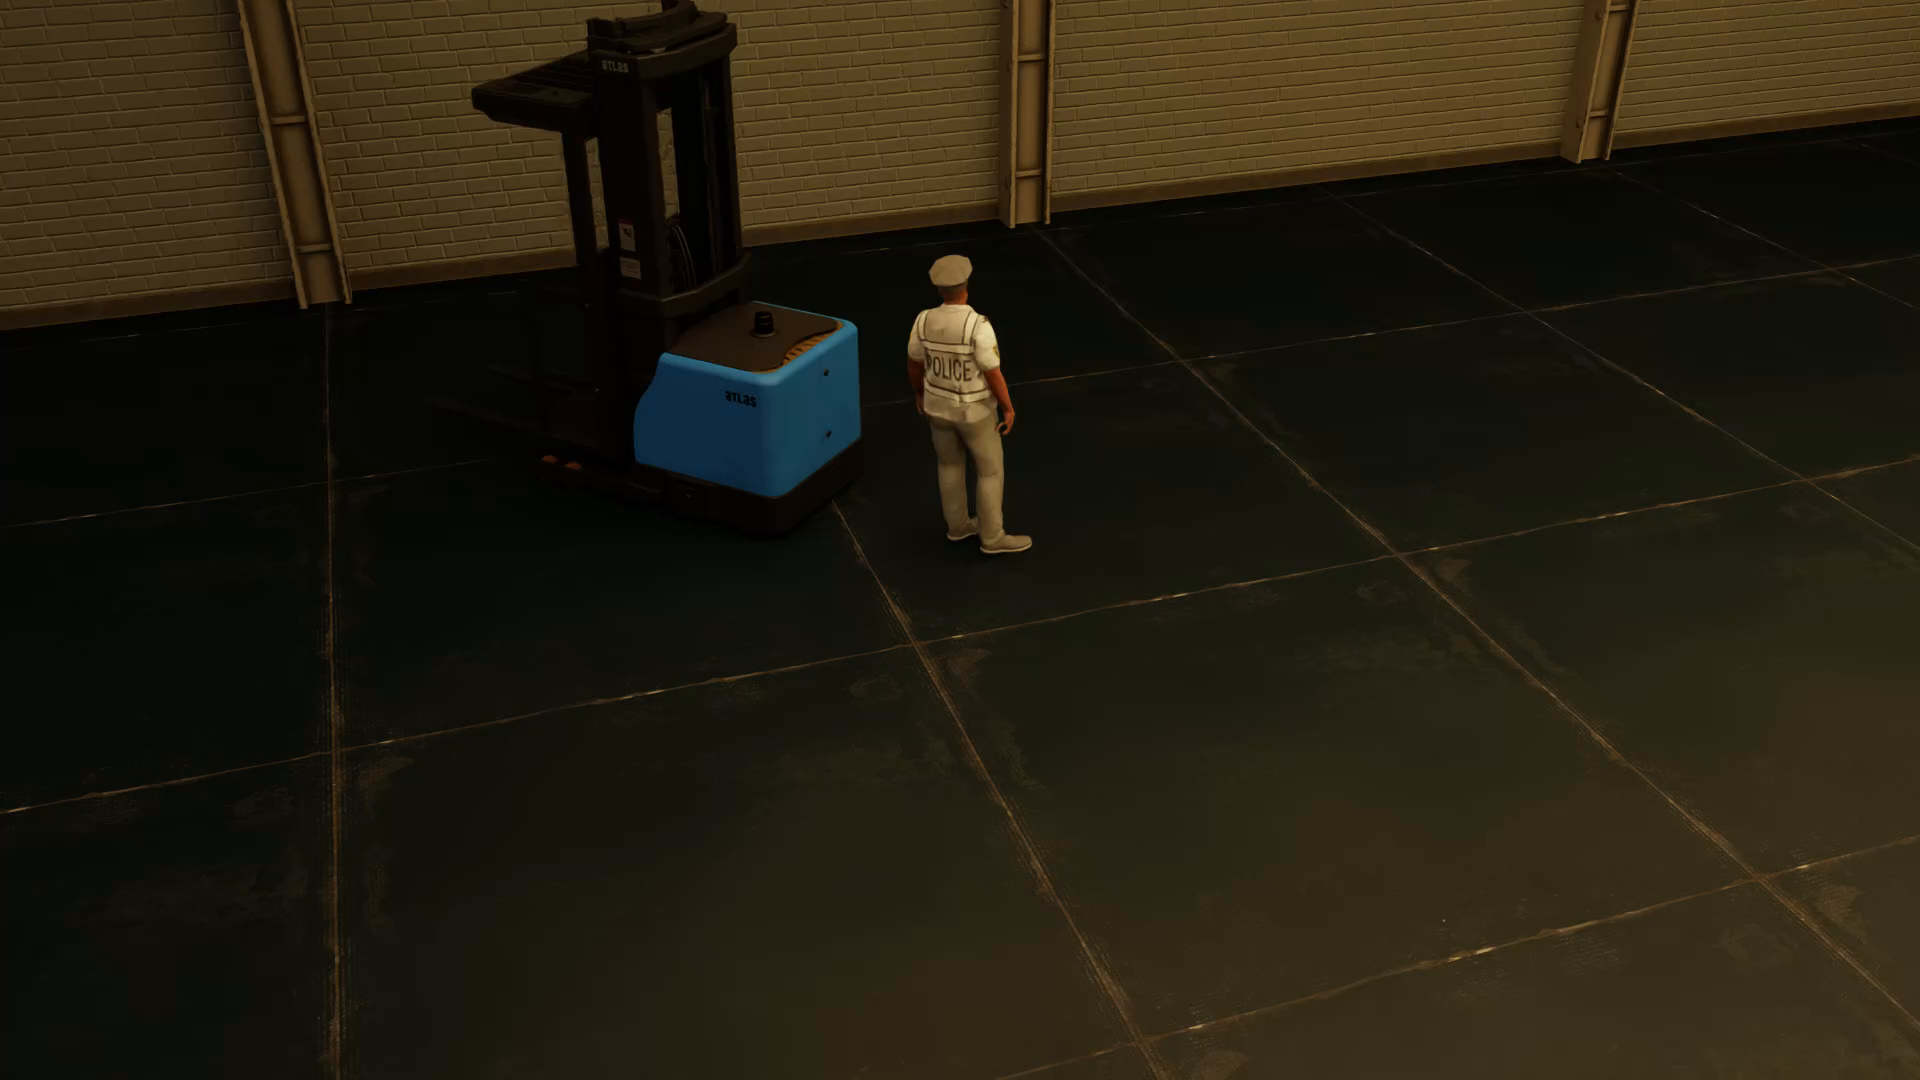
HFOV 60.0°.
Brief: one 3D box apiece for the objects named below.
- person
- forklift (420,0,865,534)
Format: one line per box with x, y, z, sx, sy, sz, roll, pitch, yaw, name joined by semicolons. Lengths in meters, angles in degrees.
0.056;-0.776;9.596;0.748;1.781;0.428;14;33;23;person
-2.158;-1.816;10.242;3.031;2.935;1.130;15;33;24;forklift
